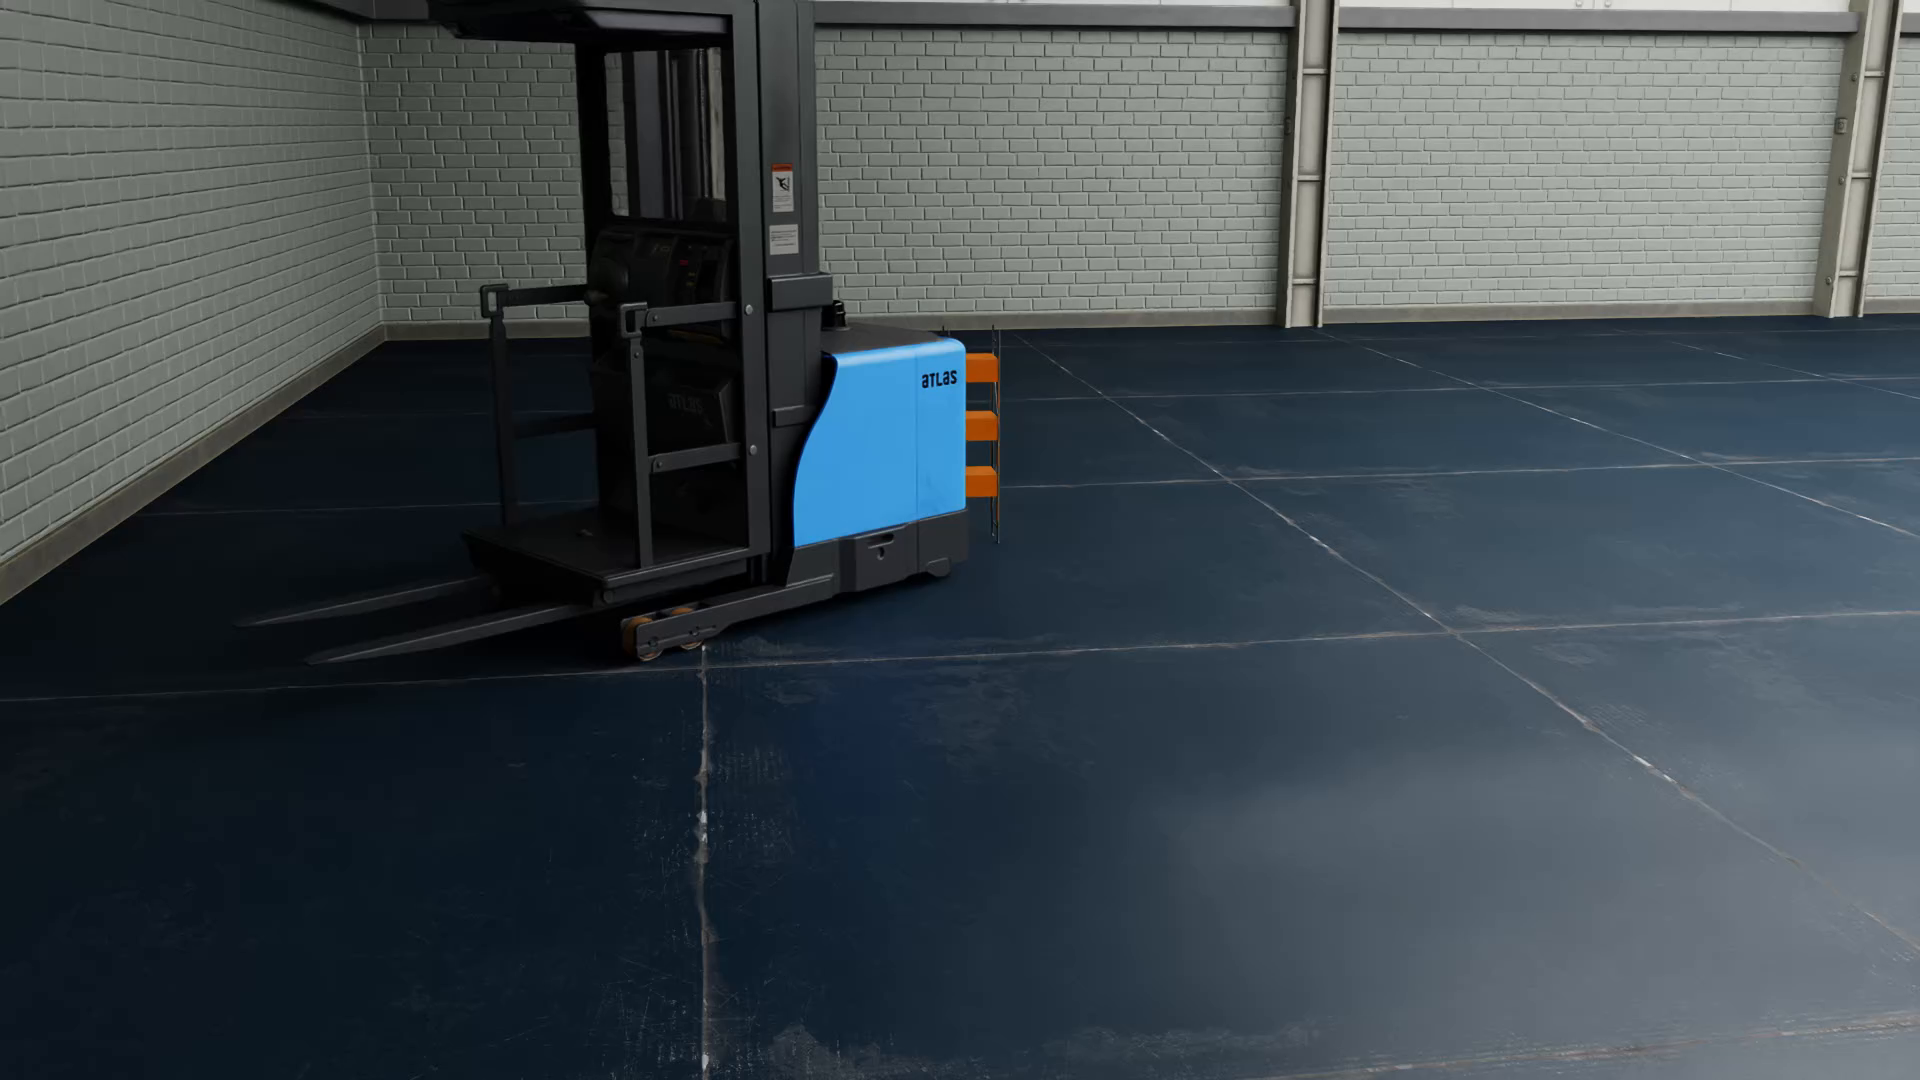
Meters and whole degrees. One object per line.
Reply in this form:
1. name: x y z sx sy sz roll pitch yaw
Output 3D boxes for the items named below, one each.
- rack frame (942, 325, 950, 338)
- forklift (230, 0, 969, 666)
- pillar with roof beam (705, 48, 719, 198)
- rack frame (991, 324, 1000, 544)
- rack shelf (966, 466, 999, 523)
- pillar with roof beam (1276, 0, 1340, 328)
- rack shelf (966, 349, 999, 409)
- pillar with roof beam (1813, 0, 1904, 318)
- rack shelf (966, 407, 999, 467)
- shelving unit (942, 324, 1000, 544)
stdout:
1. rack frame: -0.068 -0.507 8.084 0.008 1.050 0.200 -2 14 -8
2. forklift: -1.361 -1.100 6.584 3.031 2.935 1.130 -14 19 -43
3. pillar with roof beam: -1.844 -5.295 10.836 0.400 9.000 9.100 -2 14 -8
4. rack frame: 0.174 -0.516 8.119 0.008 1.050 0.200 -2 14 -8
5. rack shelf: 0.053 -0.231 8.172 0.240 0.259 0.215 -2 14 -8
6. pillar with roof beam: 4.089 -5.512 11.703 0.400 9.000 9.100 -2 14 -8
7. rack shelf: 0.053 -0.776 8.035 0.240 0.259 0.215 -2 14 -8
8. pillar with roof beam: 10.022 -5.730 12.570 0.400 9.000 9.100 -2 14 -8
9. rack shelf: 0.053 -0.501 8.104 0.240 0.259 0.215 -2 14 -8
10. shelving unit: 0.053 -0.511 8.102 0.252 1.050 0.215 -2 14 -8
